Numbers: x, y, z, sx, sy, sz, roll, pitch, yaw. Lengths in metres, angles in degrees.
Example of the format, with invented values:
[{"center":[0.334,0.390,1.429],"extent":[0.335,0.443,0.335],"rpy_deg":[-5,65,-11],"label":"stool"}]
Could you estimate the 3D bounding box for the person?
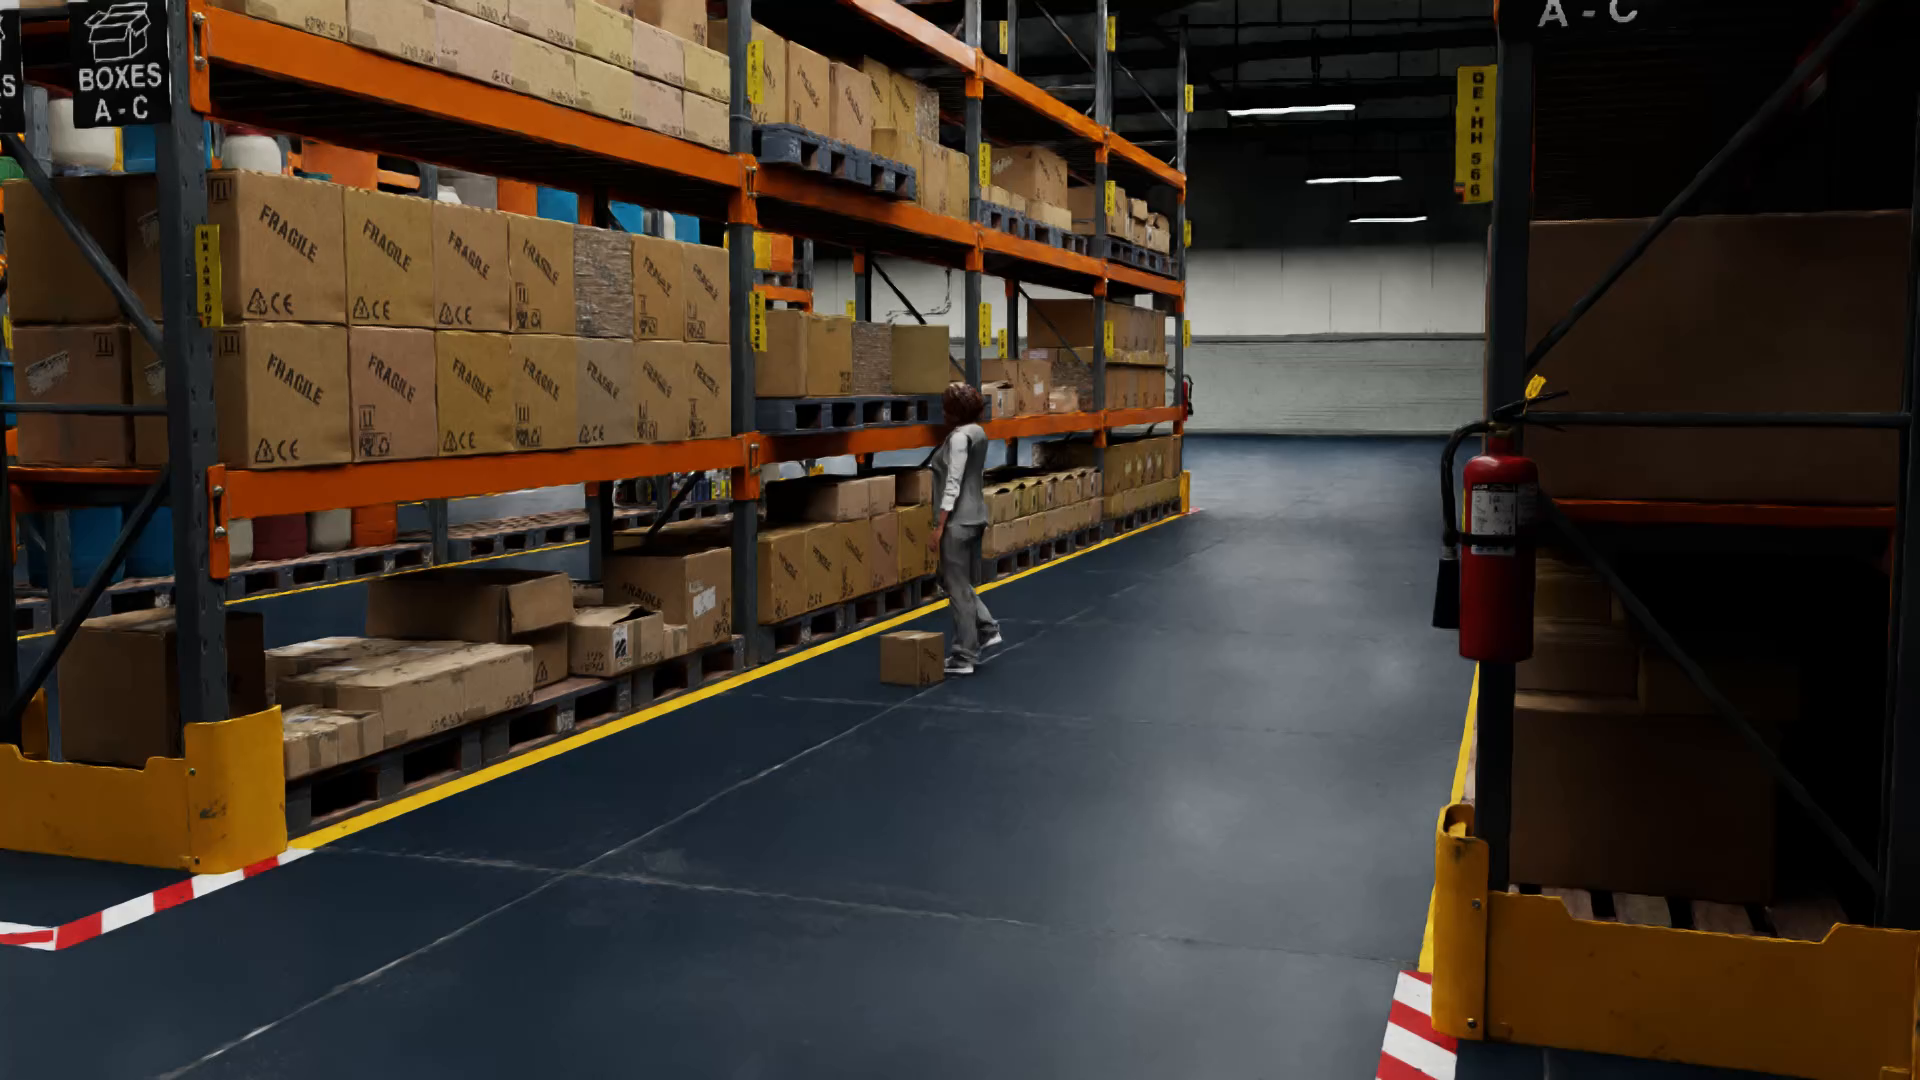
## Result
[{"center":[0.001,-0.063,9.154],"extent":[0.401,1.593,0.511],"rpy_deg":[2,6,22],"label":"person"}]
